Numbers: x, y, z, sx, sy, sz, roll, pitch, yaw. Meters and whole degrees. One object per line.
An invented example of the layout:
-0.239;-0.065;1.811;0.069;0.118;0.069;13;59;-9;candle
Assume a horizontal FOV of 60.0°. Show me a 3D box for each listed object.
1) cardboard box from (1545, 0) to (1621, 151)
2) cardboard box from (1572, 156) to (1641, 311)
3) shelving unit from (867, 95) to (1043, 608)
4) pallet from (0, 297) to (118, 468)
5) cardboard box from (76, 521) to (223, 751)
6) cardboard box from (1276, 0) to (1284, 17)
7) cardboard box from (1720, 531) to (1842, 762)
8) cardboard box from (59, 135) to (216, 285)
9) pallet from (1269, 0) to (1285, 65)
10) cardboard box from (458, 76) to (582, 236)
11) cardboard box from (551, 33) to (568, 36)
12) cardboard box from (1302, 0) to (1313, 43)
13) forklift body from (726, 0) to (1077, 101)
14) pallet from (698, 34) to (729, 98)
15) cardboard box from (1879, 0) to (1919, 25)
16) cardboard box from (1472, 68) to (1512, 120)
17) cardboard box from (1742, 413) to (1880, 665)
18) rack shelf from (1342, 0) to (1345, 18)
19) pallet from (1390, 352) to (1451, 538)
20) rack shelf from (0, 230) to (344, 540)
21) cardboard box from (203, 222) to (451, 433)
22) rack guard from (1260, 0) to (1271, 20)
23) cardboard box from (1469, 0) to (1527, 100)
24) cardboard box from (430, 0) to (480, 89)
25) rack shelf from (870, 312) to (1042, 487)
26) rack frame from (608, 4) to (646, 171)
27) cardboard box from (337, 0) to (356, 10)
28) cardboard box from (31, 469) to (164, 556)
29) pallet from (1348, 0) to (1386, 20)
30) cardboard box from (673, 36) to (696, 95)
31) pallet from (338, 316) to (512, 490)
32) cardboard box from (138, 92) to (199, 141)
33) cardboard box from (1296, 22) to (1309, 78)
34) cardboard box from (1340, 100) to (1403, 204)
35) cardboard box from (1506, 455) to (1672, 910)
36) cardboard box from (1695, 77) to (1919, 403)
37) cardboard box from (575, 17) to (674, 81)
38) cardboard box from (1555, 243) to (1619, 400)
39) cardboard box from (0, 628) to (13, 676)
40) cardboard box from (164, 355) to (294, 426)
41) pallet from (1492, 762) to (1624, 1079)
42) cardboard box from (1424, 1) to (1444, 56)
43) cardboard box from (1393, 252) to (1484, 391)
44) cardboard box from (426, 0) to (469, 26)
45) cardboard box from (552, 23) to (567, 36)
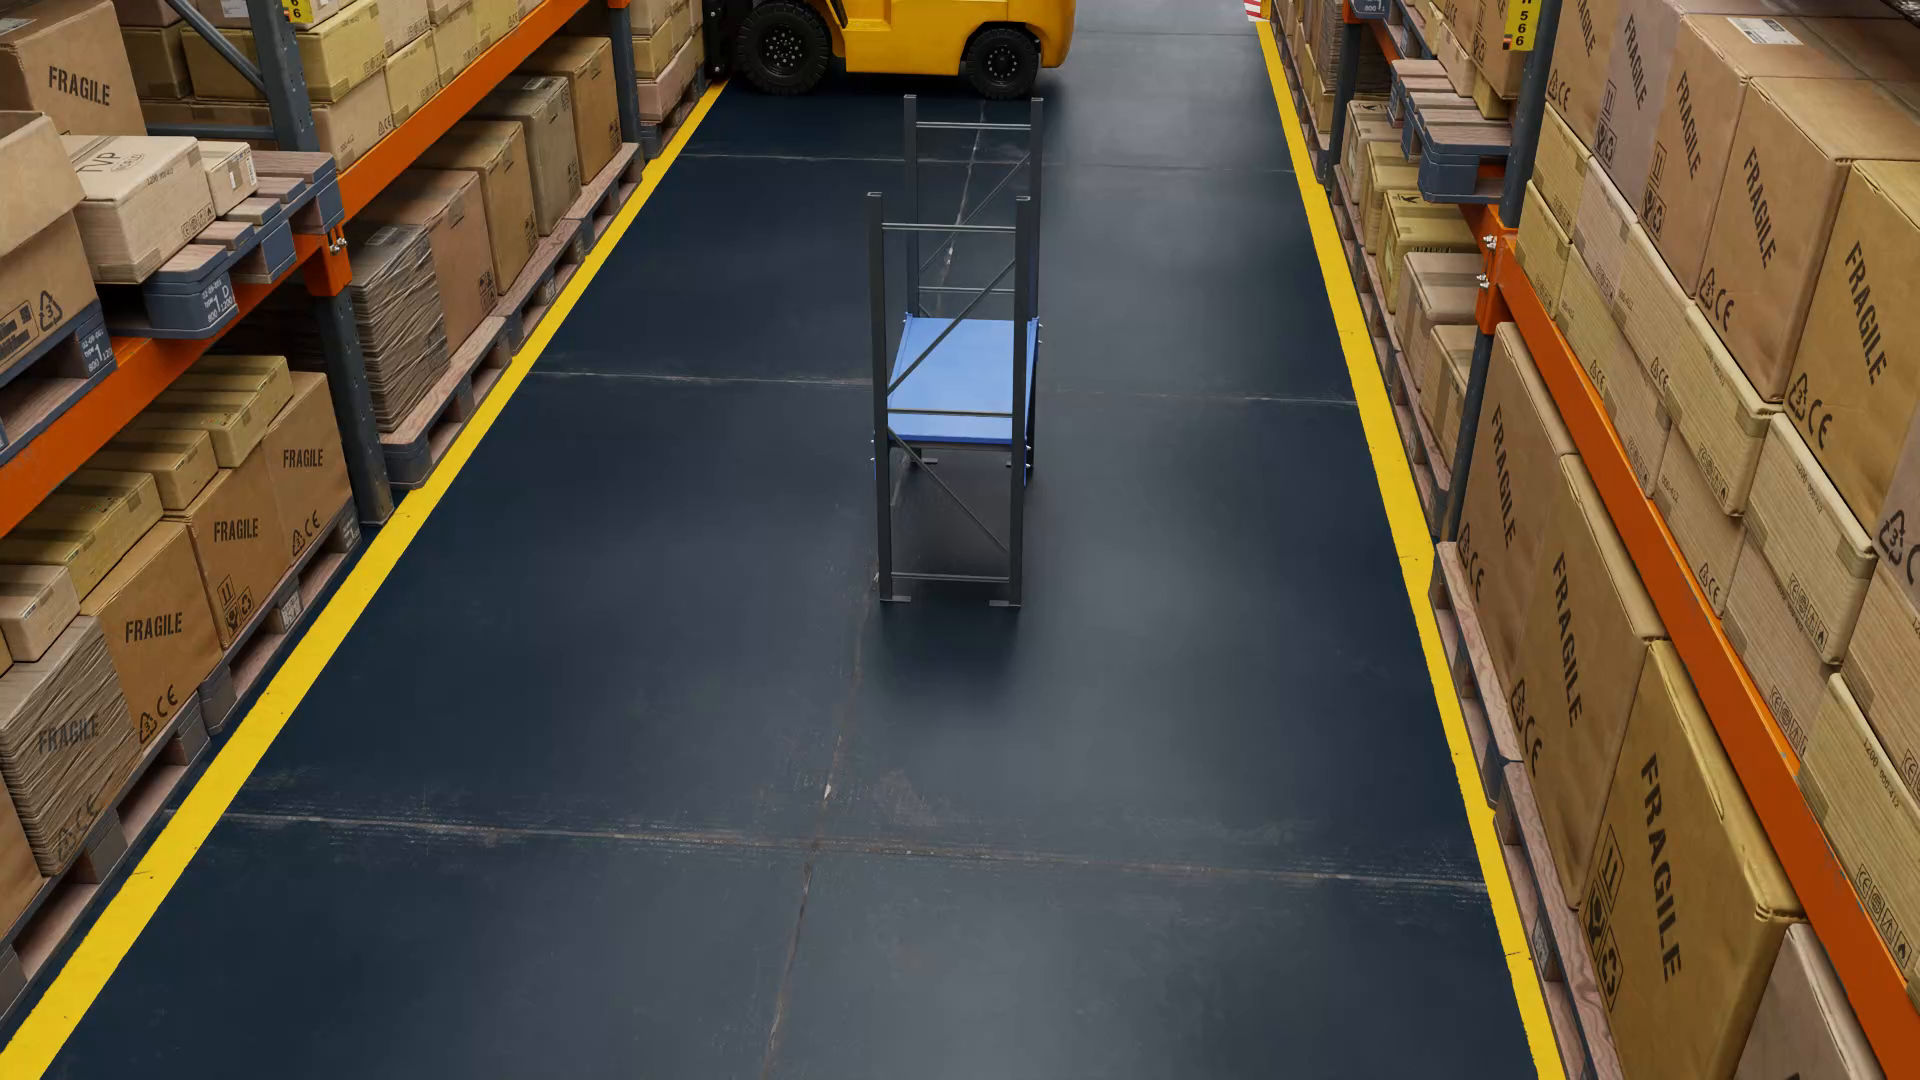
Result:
1.976;-1.389;4.597;0.500;0.500;0.500;1;32;2;cardboard box
1.929;-0.793;4.344;0.500;0.250;0.500;3;32;5;cardboard box
0.007;-0.683;5.929;0.538;1.500;1.048;2;32;4;shelving unit
-2.841;-0.280;4.028;1.003;0.211;1.213;2;32;4;pallet
-2.599;0.272;4.932;0.500;0.500;0.500;4;32;6;cardboard box
2.570;-3.950;12.021;0.500;0.250;0.500;2;32;4;cardboard box
1.822;0.212;3.189;0.500;0.250;0.500;2;32;3;cardboard box
-2.451;-0.928;4.640;0.500;0.250;0.500;1;32;2;cardboard box
2.804;-3.702;12.055;1.003;0.211;1.213;2;32;4;pallet
-2.464;-1.959;8.433;0.875;0.625;0.625;2;32;3;cardboard box
-2.526;-2.955;9.929;0.500;0.250;0.500;2;32;3;cardboard box
2.446;-3.441;10.481;0.500;0.500;0.500;4;32;7;cardboard box
-0.372;-4.131;10.903;2.313;2.155;1.214;2;32;4;forklift body
-2.159;-3.337;11.463;1.003;0.211;1.213;2;32;4;pallet
2.445;-1.087;4.106;0.500;0.500;0.500;3;32;5;cardboard box
2.002;-1.565;5.770;0.380;0.149;0.250;3;32;5;cardboard box
1.797;0.000;3.057;0.500;0.250;0.500;3;32;5;cardboard box
2.749;-4.000;10.567;1.077;0.370;4.000;2;32;4;rack shelf
2.325;-0.390;6.682;1.003;0.211;1.213;2;32;4;pallet
-2.850;-0.027;4.120;1.077;0.370;4.000;2;32;4;rack shelf
-2.623;-0.872;6.669;0.875;0.625;0.625;3;32;6;cardboard box
2.905;-4.248;12.666;1.175;0.500;0.348;2;32;4;rack guard
2.020;-1.766;5.478;0.500;0.500;0.500;2;32;3;cardboard box
-2.327;-2.069;6.891;0.500;0.250;0.500;1;32;2;cardboard box
0.007;-0.530;6.023;0.538;0.185;1.000;2;32;4;rack shelf
-2.362;-3.470;9.022;1.000;3.000;0.127;2;32;4;rack frame
-2.348;-1.991;5.908;0.380;0.149;0.250;3;32;5;cardboard box
-2.599;-0.084;4.892;0.380;0.149;0.250;3;32;5;cardboard box
2.378;-2.785;8.093;1.003;0.211;1.213;2;32;4;pallet
-1.966;-2.983;10.453;0.500;0.250;0.500;2;32;3;cardboard box
-2.582;-0.620;7.055;1.003;0.211;1.213;2;32;4;pallet
-2.906;-1.561;6.066;0.500;0.250;0.500;2;32;3;cardboard box
2.445;-3.134;10.696;0.500;0.250;0.500;3;32;5;cardboard box
2.545;-2.046;8.815;0.950;0.372;0.625;3;32;5;cardboard box
2.044;0.381;4.398;0.875;0.875;0.875;3;32;5;cardboard box
1.843;-0.596;3.310;0.500;0.500;0.500;3;32;5;cardboard box
-2.015;-2.931;9.891;0.500;0.250;0.500;2;32;4;cardboard box
1.945;-0.590;4.492;0.500;0.250;0.500;2;32;3;cardboard box
-2.682;0.318;4.239;0.380;0.149;0.250;3;32;4;cardboard box
-2.475;-0.500;5.567;0.380;0.149;0.250;1;32;2;cardboard box
2.019;1.064;4.323;1.003;0.211;1.213;2;32;4;pallet
2.015;-1.975;6.434;0.380;0.149;0.250;3;32;5;cardboard box
2.368;-0.910;6.972;0.950;0.372;0.625;2;32;3;cardboard box
-2.305;-2.284;6.763;0.500;0.250;0.500;2;32;3;cardboard box
-2.515;-3.170;9.802;0.500;0.250;0.500;3;32;5;cardboard box
